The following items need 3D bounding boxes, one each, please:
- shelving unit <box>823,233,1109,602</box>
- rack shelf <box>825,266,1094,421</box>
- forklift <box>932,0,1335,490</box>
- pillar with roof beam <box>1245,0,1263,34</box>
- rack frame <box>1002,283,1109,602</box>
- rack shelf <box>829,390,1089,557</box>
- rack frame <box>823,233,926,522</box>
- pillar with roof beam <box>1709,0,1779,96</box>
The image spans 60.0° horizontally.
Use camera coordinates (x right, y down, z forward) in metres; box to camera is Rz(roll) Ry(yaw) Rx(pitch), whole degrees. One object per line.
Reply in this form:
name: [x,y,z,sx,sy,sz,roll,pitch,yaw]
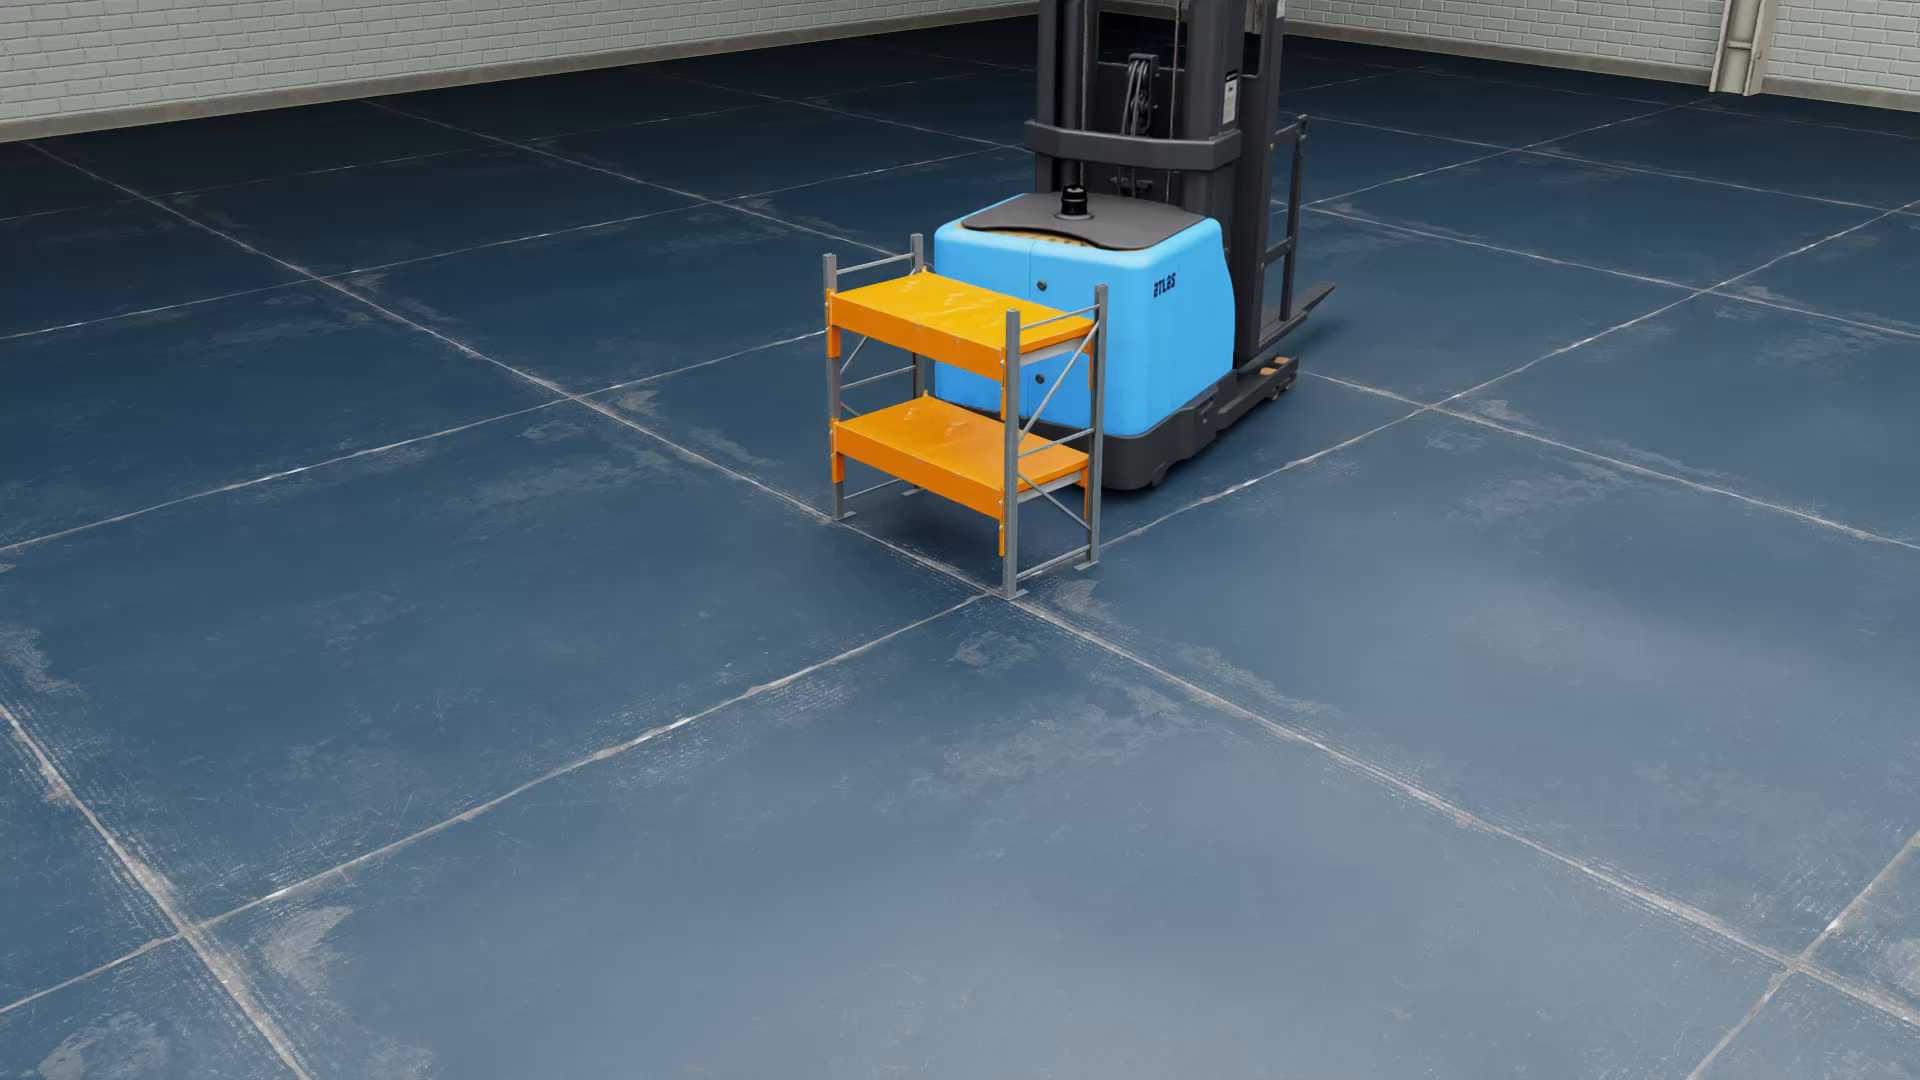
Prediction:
shelving unit: [0.005,-0.510,6.512,0.538,1.125,1.048,-21,32,-38]
rack shelf: [0.005,-0.776,6.391,0.538,0.278,1.000,-21,32,-38]
forklift: [1.059,-2.113,7.850,1.130,2.935,3.031,14,28,28]
pillar with roof beam: [0.447,-9.140,15.944,9.100,9.000,0.400,-21,32,-38]
rack frame: [0.352,-0.356,6.174,0.500,1.125,0.032,-21,32,-38]
rack shelf: [0.005,-0.287,6.614,0.538,0.278,1.000,-21,32,-38]
rack frame: [-0.343,-0.664,6.850,0.500,1.125,0.032,-21,32,-38]
pillar with roof beam: [4.548,-7.323,11.959,9.100,9.000,0.400,-21,32,-38]
